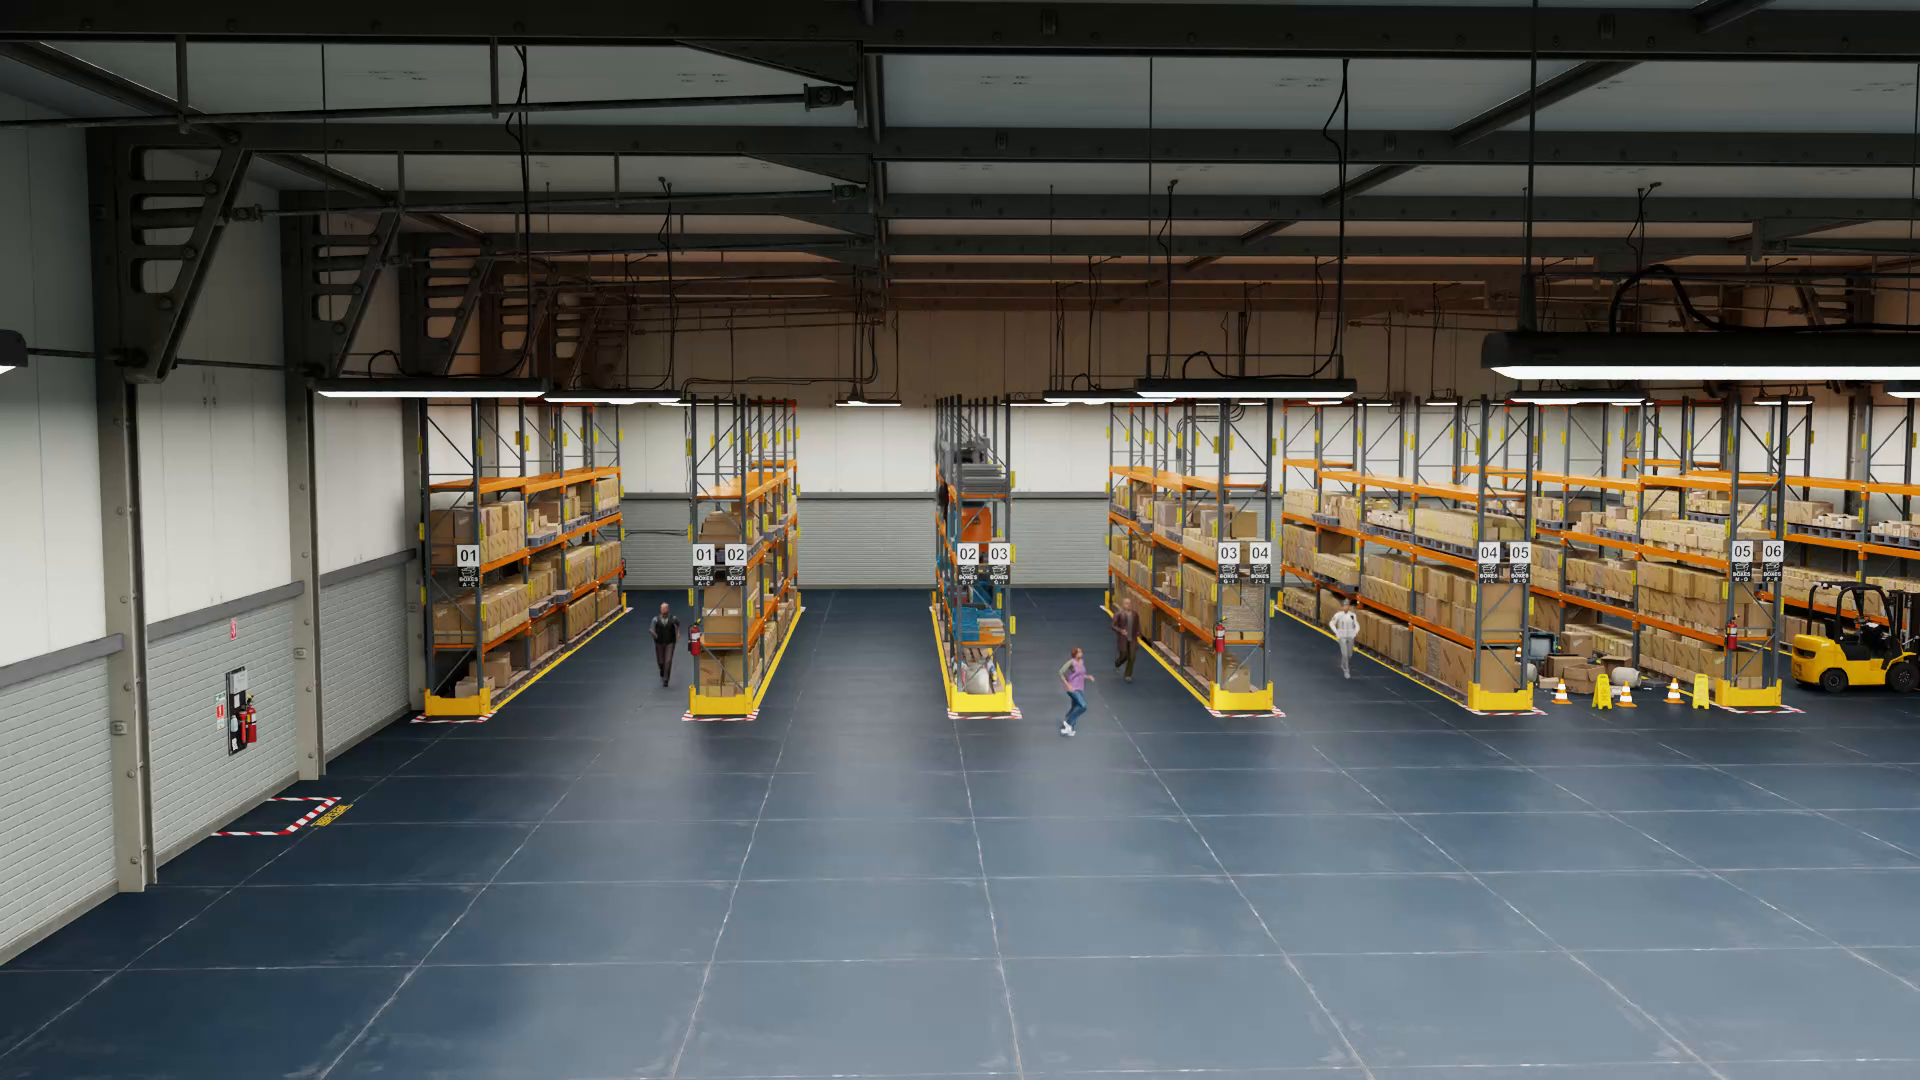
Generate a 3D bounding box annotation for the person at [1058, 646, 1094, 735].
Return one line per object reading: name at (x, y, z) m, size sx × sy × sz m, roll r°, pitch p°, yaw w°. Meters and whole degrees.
person at (2.049, 2.640, 29.119) m, size 0.606 × 1.567 × 0.514 m, roll 3°, pitch 5°, yaw 32°

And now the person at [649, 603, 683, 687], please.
person at (-6.104, 2.159, 34.498) m, size 0.676 × 1.689 × 0.971 m, roll 0°, pitch 5°, yaw -6°

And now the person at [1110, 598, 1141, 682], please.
person at (3.504, 2.093, 35.054) m, size 0.709 × 1.737 × 0.757 m, roll -1°, pitch 5°, yaw -16°

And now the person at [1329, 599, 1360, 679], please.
person at (8.244, 2.087, 35.622) m, size 0.632 × 1.677 × 0.737 m, roll 0°, pitch 5°, yaw -4°
